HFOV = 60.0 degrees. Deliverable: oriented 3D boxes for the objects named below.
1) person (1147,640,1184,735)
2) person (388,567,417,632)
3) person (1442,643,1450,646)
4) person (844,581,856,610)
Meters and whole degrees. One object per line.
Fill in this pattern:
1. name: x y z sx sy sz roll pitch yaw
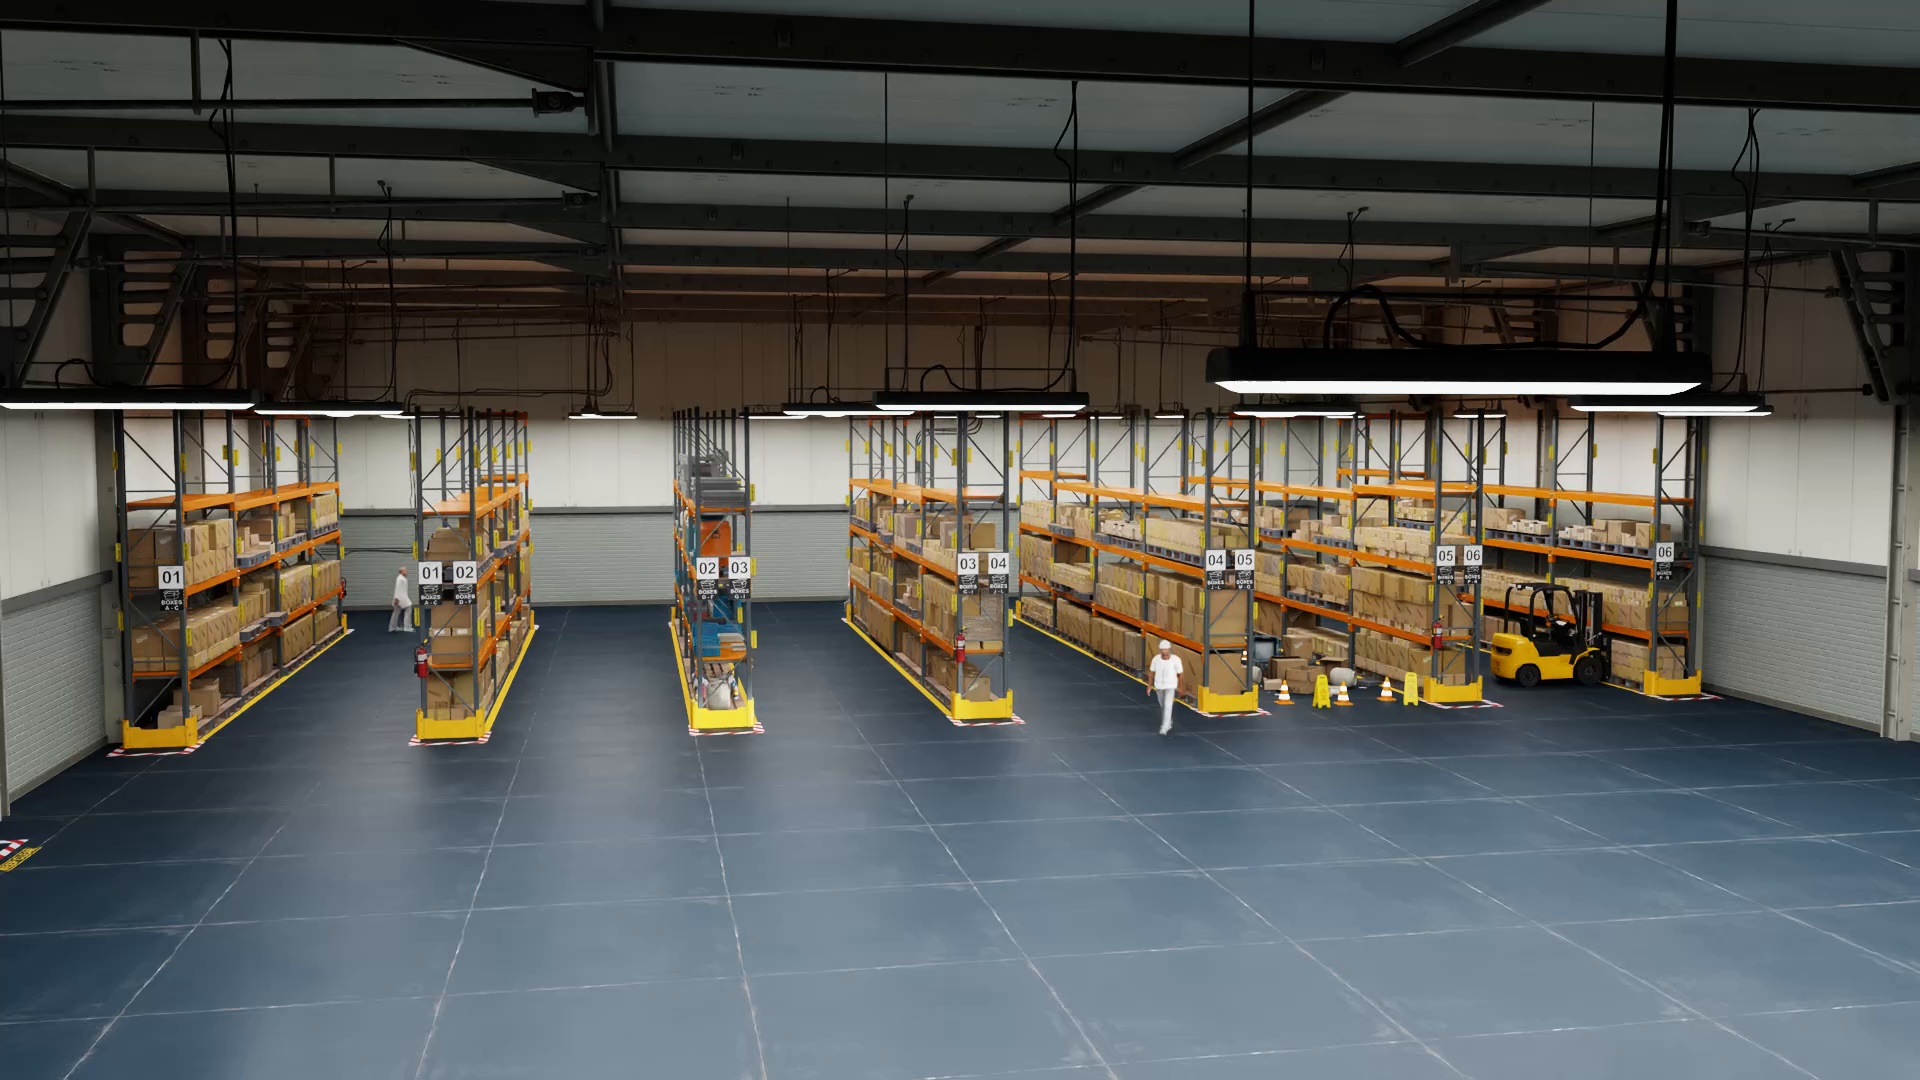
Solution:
1. person: 3.720 2.683 30.392 0.600 1.700 1.060 2 5 31
2. person: -15.262 1.635 45.363 0.703 1.808 0.563 -3 5 -38
3. person: 11.036 2.190 38.029 0.500 1.673 0.521 -1 4 -13
4. person: -3.143 1.388 49.360 0.806 1.626 0.496 2 5 28
